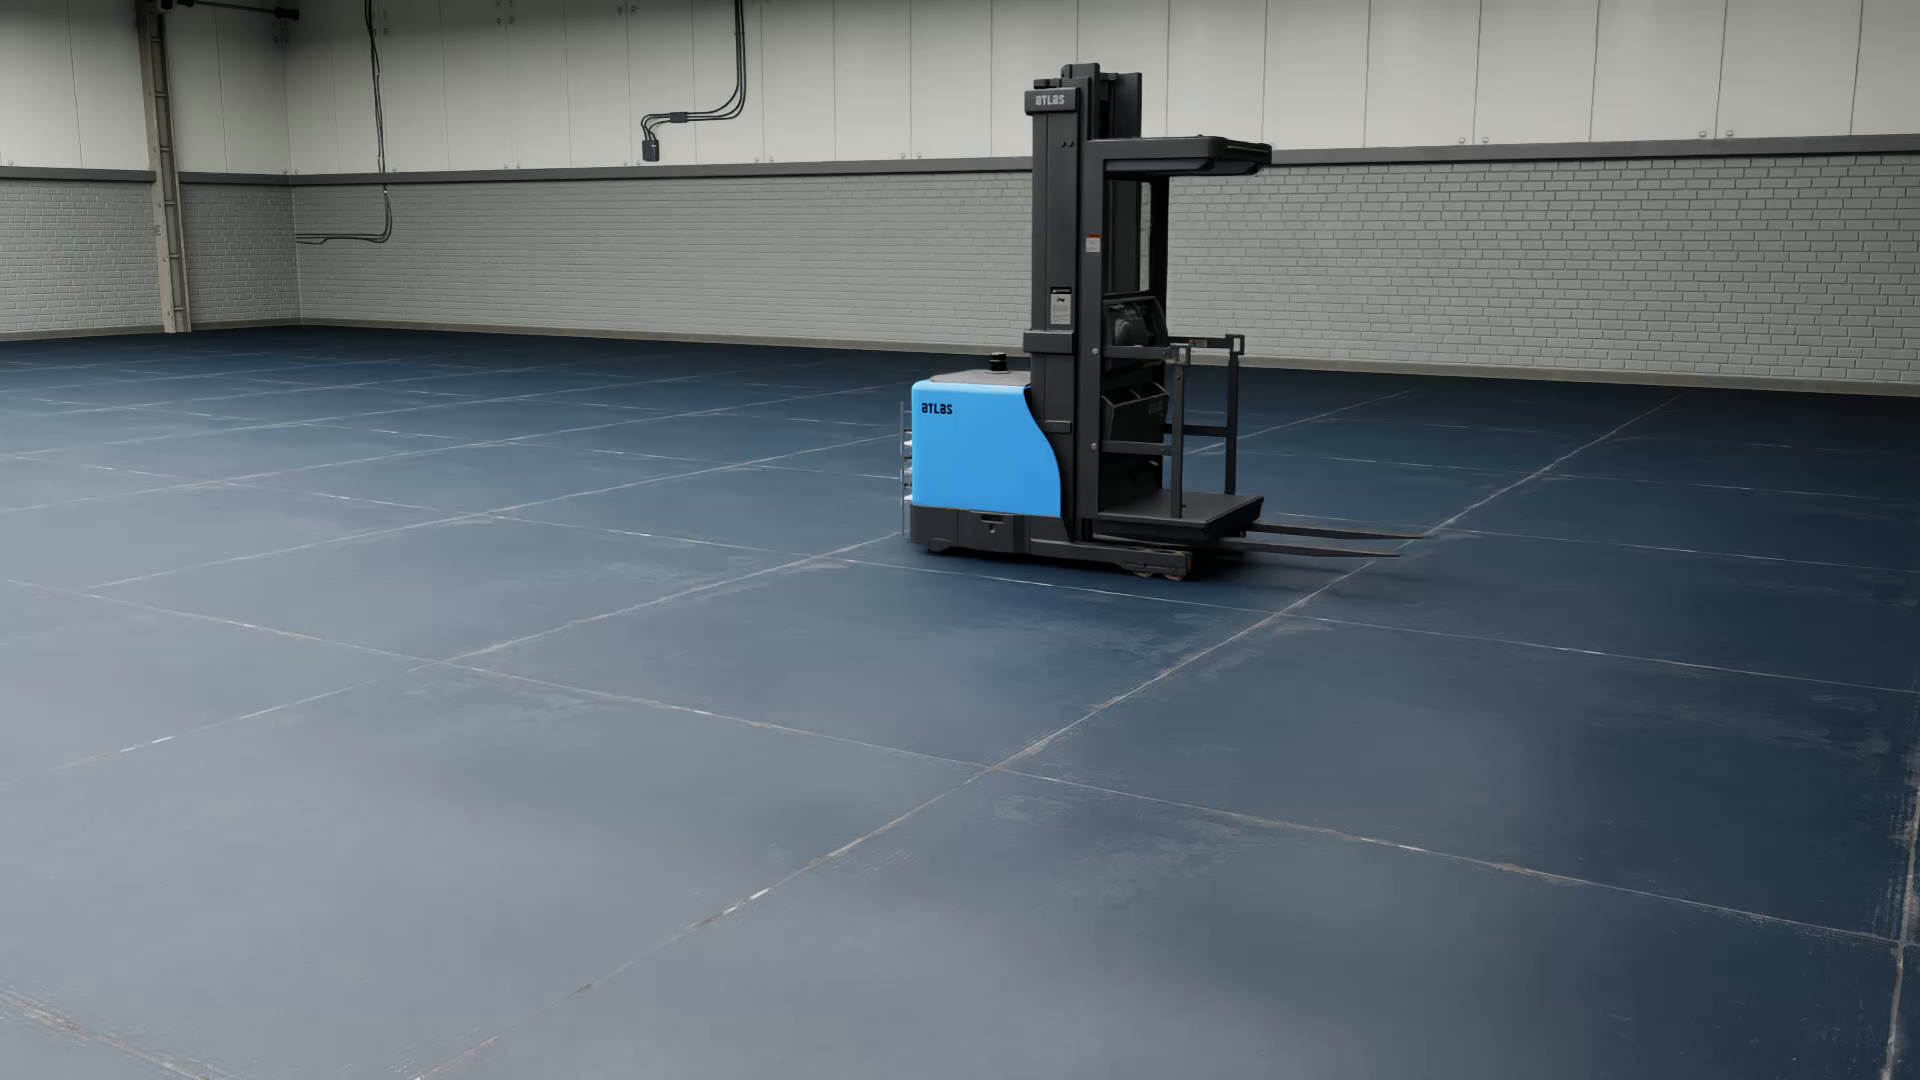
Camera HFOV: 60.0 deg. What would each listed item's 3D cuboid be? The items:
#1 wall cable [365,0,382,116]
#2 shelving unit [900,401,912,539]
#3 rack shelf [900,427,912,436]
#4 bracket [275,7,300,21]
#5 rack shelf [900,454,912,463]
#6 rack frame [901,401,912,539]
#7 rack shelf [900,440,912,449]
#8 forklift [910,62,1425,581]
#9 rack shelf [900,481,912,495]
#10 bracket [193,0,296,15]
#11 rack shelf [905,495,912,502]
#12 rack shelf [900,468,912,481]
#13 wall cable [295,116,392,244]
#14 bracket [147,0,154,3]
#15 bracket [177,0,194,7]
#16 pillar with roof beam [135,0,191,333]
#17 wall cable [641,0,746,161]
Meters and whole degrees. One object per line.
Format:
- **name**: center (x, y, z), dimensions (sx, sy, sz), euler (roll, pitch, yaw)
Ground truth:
- **wall cable**: center (-10.465, -9.566, 32.224), dimensions (3.097, 2.526, 0.112), euler (6, 12, 31)
- **shelving unit**: center (-0.230, -0.462, 10.890), dimensions (0.258, 0.900, 0.210), euler (5, 12, 26)
- **rack shelf**: center (-0.230, -0.695, 10.847), dimensions (0.258, 0.077, 0.200), euler (5, 12, 26)
- **bracket**: center (-13.688, -10.705, 33.811), dimensions (0.235, 0.232, 0.430), euler (6, 12, 31)
- **rack shelf**: center (-0.230, -0.518, 10.880), dimensions (0.258, 0.077, 0.200), euler (5, 12, 26)
- **rack frame**: center (-0.275, -0.445, 10.801), dimensions (0.240, 0.900, 0.006), euler (5, 12, 26)
- **rack shelf**: center (-0.230, -0.606, 10.863), dimensions (0.258, 0.077, 0.200), euler (5, 12, 26)
- **forklift**: center (1.235, -1.317, 9.939), dimensions (3.031, 2.935, 1.130), euler (5, 12, 27)
- **rack shelf**: center (-0.230, -0.341, 10.913), dimensions (0.258, 0.077, 0.200), euler (5, 12, 26)
- **bracket**: center (-13.994, -10.612, 33.315), dimensions (0.076, 0.066, 3.189), euler (6, 12, 31)
- **rack shelf**: center (-0.230, -0.252, 10.930), dimensions (0.258, 0.077, 0.200), euler (5, 12, 26)
- **rack shelf**: center (-0.230, -0.429, 10.897), dimensions (0.258, 0.077, 0.200), euler (5, 12, 26)
- **wall cable**: center (-12.777, -7.342, 34.070), dimensions (3.097, 2.526, 0.112), euler (6, 12, 31)
- **bracket**: center (-15.349, -10.201, 31.123), dimensions (0.235, 0.232, 0.430), euler (6, 12, 31)
- **bracket**: center (-14.918, -10.332, 31.820), dimensions (0.235, 0.232, 0.430), euler (6, 12, 31)
- **pillar with roof beam**: center (-11.758, -8.120, 29.787), dimensions (9.100, 9.000, 0.548), euler (6, 12, 31)
- **wall cable**: center (-4.672, -9.630, 28.613), dimensions (2.305, 6.003, 0.169), euler (6, 12, 31)
